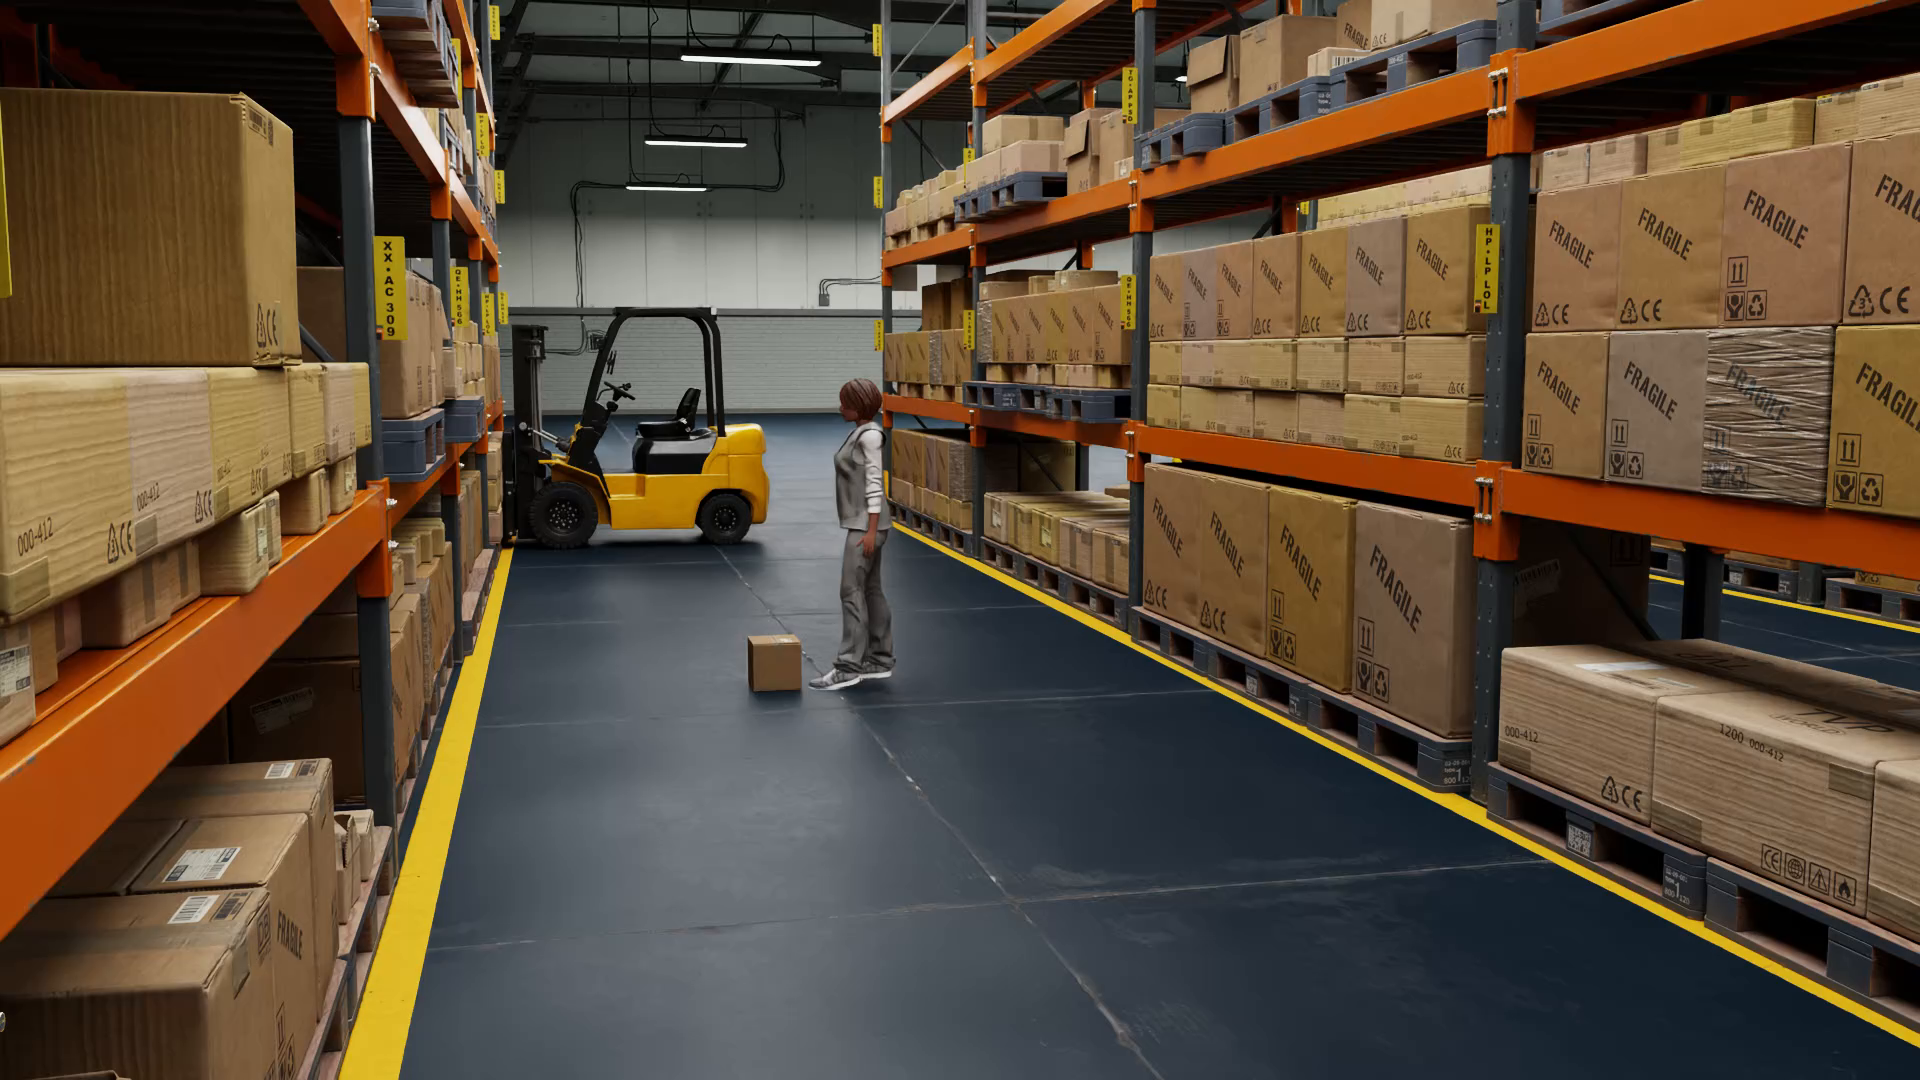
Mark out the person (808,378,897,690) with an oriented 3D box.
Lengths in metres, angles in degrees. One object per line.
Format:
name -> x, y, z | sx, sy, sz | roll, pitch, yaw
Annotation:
person -> -0.570, -0.039, 8.724 | 0.473, 1.615, 0.441 | -1, 6, -6
